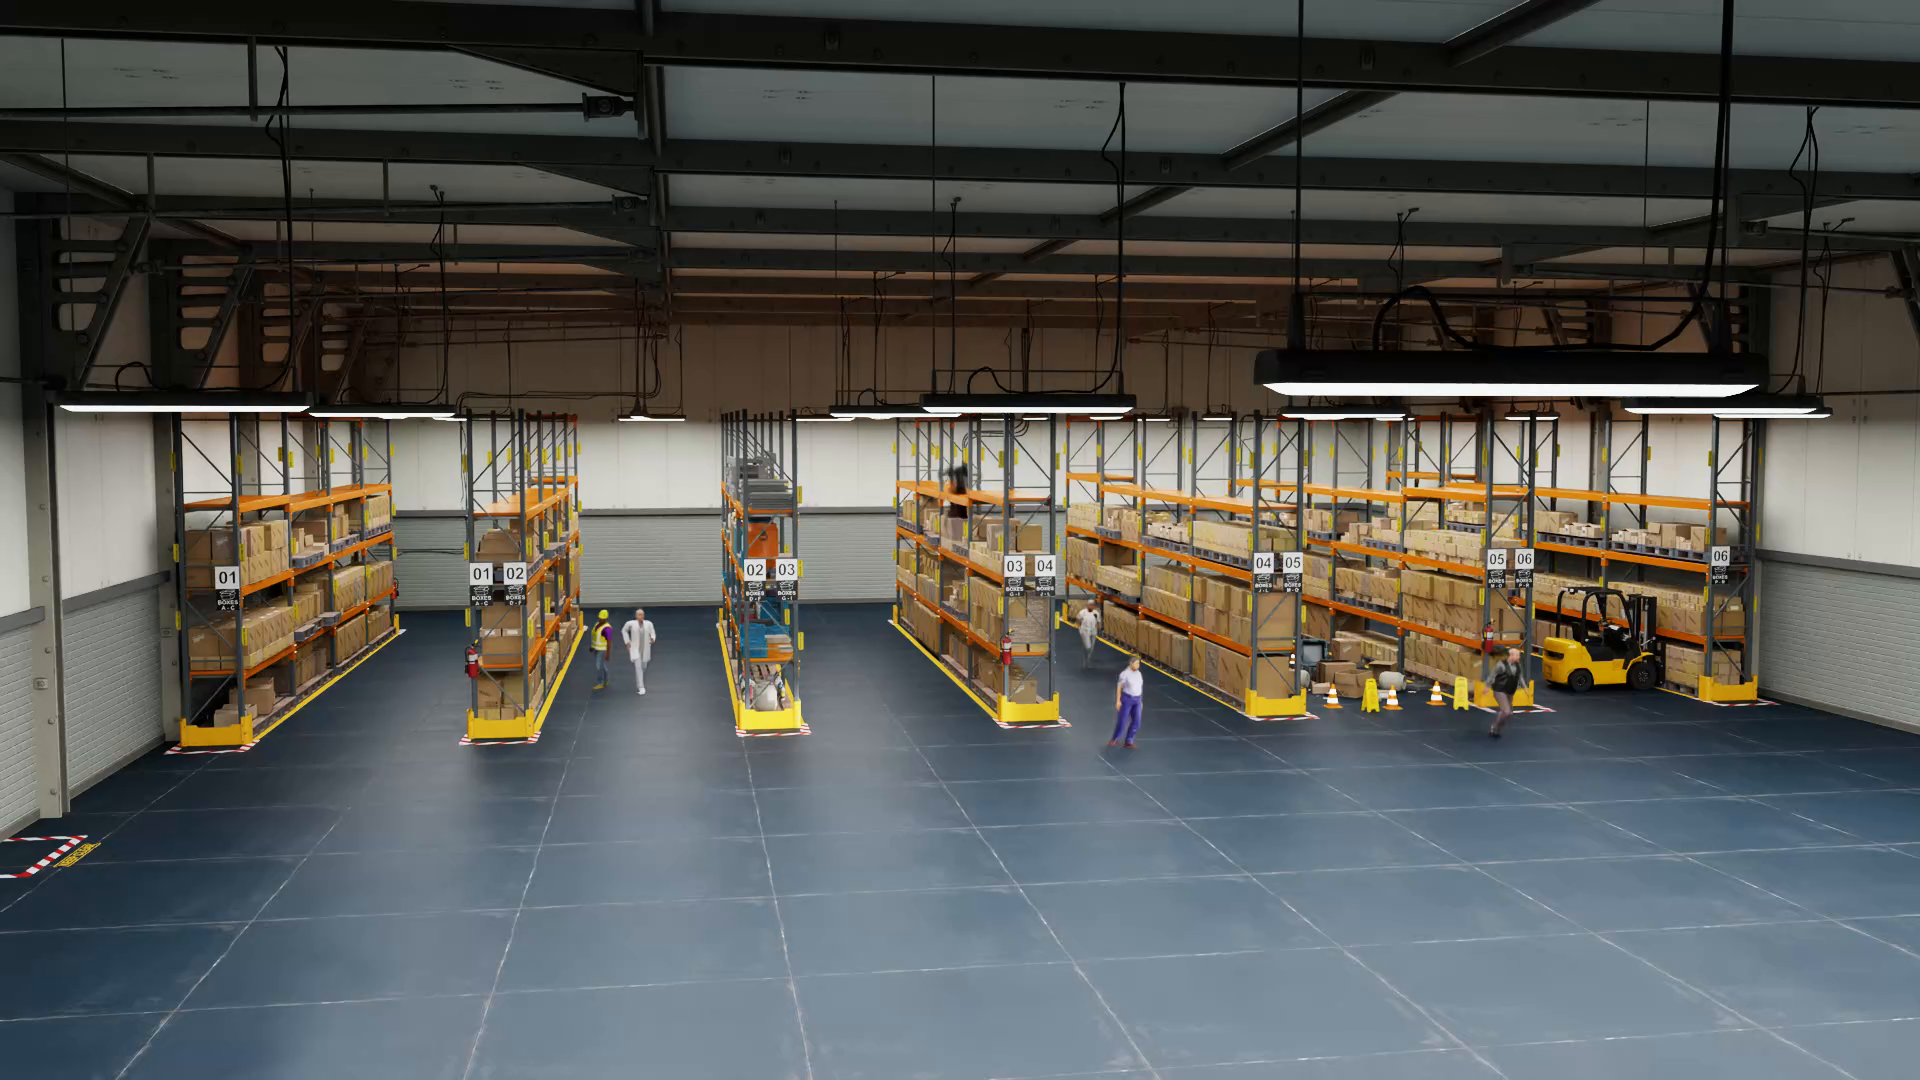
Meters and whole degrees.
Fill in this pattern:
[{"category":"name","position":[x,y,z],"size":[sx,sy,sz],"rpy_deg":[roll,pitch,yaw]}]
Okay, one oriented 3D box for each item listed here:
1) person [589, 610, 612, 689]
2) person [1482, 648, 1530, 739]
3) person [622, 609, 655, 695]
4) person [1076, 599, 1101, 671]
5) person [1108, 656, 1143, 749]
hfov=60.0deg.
[{"category":"person","position":[-7.763,2.353,36.015],"size":[0.486,1.729,0.779],"rpy_deg":[-4,5,-42]},{"category":"person","position":[9.905,2.782,30.135],"size":[0.639,1.674,0.720],"rpy_deg":[-2,5,-30]},{"category":"person","position":[-6.866,2.358,35.575],"size":[0.687,1.780,1.052],"rpy_deg":[-2,4,-24]},{"category":"person","position":[3.014,2.219,38.747],"size":[0.495,1.675,0.801],"rpy_deg":[-1,4,-19]},{"category":"person","position":[2.931,2.862,29.366],"size":[0.612,1.631,0.492],"rpy_deg":[-3,5,-34]}]
